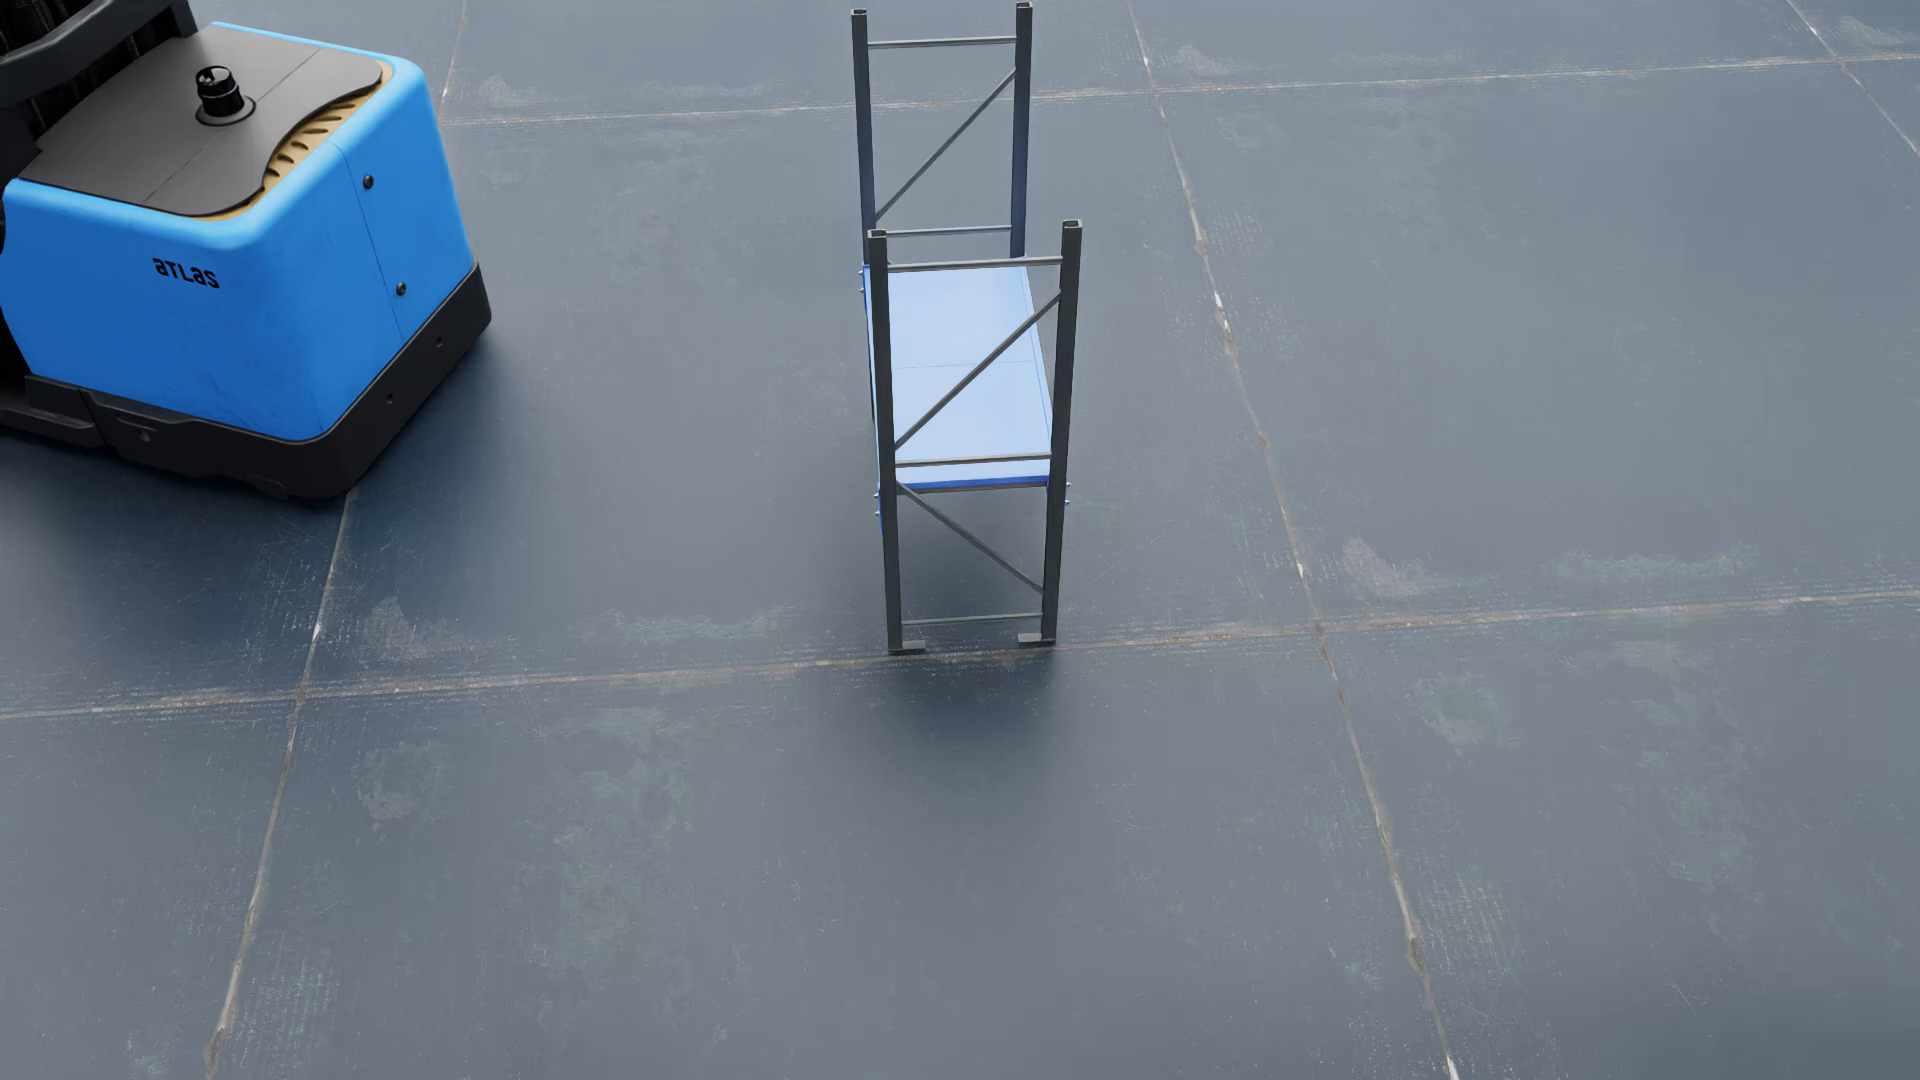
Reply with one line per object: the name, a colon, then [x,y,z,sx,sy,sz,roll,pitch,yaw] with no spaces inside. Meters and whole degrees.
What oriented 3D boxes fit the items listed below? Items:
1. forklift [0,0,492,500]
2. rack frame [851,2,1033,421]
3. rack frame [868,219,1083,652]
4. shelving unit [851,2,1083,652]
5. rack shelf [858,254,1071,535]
forklift: [-3.233,-1.785,4.921,3.031,2.935,1.130,14,48,13]
rack frame: [-0.050,-0.945,5.112,0.500,1.500,0.032,-3,47,-3]
rack frame: [0.035,-0.210,4.416,0.500,1.500,0.032,-3,47,-3]
shelving unit: [-0.007,-0.577,4.764,0.538,1.500,1.048,-3,47,-3]
rack shelf: [-0.007,-0.454,4.895,0.538,0.185,1.000,-3,47,-3]
